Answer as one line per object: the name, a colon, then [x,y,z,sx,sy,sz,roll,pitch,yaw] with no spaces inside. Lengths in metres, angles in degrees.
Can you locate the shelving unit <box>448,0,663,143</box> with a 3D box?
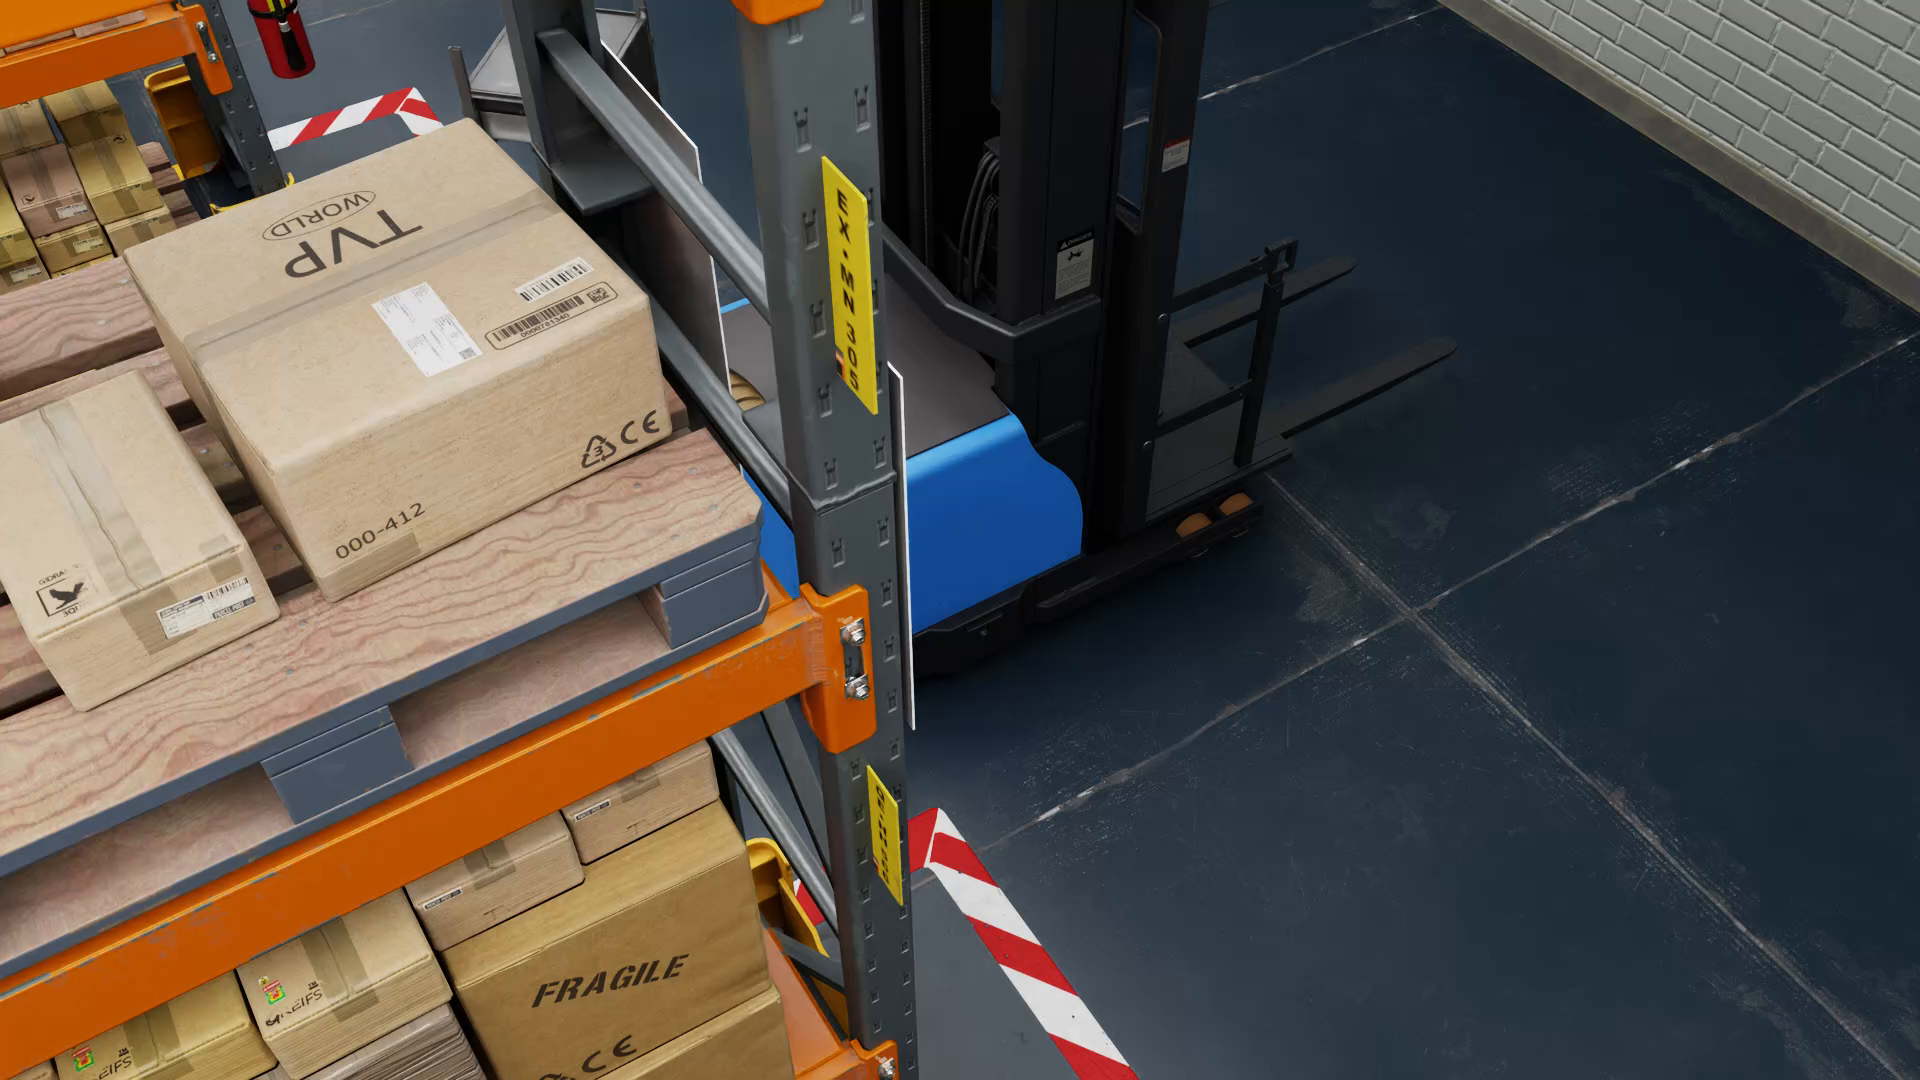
shelving unit: [-1.193,-0.835,5.588,0.431,2.100,0.503,8,49,7]

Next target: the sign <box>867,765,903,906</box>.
sign: [-0.130,0.509,2.854,0.005,0.325,0.100,-25,53,-21]

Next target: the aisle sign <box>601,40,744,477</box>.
aisle sign: [-0.501,-0.452,2.903,0.004,0.787,0.394,-25,53,-21]

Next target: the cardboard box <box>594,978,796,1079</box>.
cardboard box: [-0.674,0.951,3.328,0.500,0.500,0.500,-25,53,-21]

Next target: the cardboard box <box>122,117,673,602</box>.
cardboard box: [-0.740,-0.260,2.216,0.500,0.250,0.500,-30,55,-24]

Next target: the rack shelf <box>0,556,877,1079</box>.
rack shelf: [-2.099,0.663,2.124,4.000,0.370,1.077,-25,53,-21]

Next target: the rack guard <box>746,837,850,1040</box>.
rack guard: [-0.387,1.446,4.627,0.348,0.500,1.175,-25,53,-21]

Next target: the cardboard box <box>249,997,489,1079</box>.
cardboard box: [-1.115,0.828,2.767,0.500,0.500,0.500,-25,53,-21]

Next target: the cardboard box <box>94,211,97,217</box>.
cardboard box: [-3.926,-1.490,7.196,0.250,0.149,0.380,-25,53,-21]

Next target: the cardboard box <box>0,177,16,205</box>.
cardboard box: [-4.136,-1.478,6.987,0.250,0.149,0.380,-25,53,-20]

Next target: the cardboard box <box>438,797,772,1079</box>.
cardboard box: [-0.688,0.601,2.969,0.500,0.500,0.500,-24,52,-20]

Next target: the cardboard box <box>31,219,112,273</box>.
cardboard box: [-3.678,-1.291,6.820,0.250,0.149,0.380,-26,53,-22]

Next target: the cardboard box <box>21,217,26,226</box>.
cardboard box: [-4.132,-1.387,7.104,0.250,0.149,0.380,-25,53,-20]

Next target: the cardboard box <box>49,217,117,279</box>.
cardboard box: [-3.632,-1.145,6.889,0.250,0.149,0.380,-24,52,-20]

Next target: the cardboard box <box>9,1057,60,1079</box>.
cardboard box: [-1.473,0.719,2.430,0.250,0.149,0.380,-26,53,-21]

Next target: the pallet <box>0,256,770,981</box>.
pallet: [-1.029,-0.041,2.329,1.213,0.211,1.003,-25,53,-21]

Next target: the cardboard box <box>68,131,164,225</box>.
cardboard box: [-3.447,-1.480,6.789,0.250,0.149,0.380,-25,53,-20]

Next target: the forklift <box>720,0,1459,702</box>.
forklift: [0.535,-1.223,5.376,3.031,2.935,1.130,-25,53,-21]

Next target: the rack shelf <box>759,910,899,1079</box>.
rack shelf: [-2.099,1.661,3.244,4.000,0.370,1.077,-25,53,-21]

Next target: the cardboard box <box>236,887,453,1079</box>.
cardboard box: [-0.979,0.585,2.550,0.250,0.149,0.380,-26,53,-21]

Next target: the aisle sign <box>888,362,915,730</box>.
aisle sign: [-0.181,-0.073,2.565,0.004,0.787,0.394,-25,53,-21]

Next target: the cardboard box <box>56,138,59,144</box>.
cardboard box: [-3.976,-1.632,7.123,0.250,0.149,0.380,-25,53,-21]

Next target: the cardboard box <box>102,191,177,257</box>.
cardboard box: [-3.428,-1.361,6.882,0.250,0.149,0.380,-27,53,-22]

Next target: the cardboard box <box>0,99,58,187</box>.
cardboard box: [-3.928,-1.671,6.959,0.250,0.149,0.380,-24,53,-20]

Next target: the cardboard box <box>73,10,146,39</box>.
cardboard box: [-3.259,-2.069,6.253,0.250,0.149,0.380,-25,53,-21]

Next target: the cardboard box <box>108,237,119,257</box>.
cardboard box: [-3.468,-1.312,7.037,0.250,0.149,0.380,-24,53,-20]

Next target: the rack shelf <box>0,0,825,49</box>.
rack shelf: [-2.099,-0.201,1.153,4.000,0.370,1.077,-25,53,-21]

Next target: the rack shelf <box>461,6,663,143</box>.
rack shelf: [-1.193,-1.291,5.075,0.431,0.518,0.480,8,49,7]

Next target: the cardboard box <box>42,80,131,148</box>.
cardboard box: [-3.759,-1.857,7.124,0.250,0.149,0.380,-27,54,-22]

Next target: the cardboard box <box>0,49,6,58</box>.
cardboard box: [-3.694,-1.885,6.088,0.250,0.149,0.380,-26,53,-21]

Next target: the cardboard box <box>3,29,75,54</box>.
cardboard box: [-3.490,-1.994,6.185,0.250,0.149,0.380,-25,53,-21]

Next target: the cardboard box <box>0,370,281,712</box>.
cardboard box: [-1.052,-0.008,2.060,0.250,0.149,0.380,-29,54,-23]

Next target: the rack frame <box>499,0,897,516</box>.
rack frame: [-0.407,-1.370,1.445,0.127,3.000,1.000,-25,53,-21]

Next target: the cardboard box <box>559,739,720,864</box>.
cardboard box: [-0.604,0.313,2.792,0.250,0.149,0.380,-25,53,-20]

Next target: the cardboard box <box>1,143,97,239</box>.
cardboard box: [-3.690,-1.416,6.732,0.250,0.149,0.380,-24,53,-20]

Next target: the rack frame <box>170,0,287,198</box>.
rack frame: [-3.134,-2.461,6.433,0.127,3.000,1.000,-25,53,-21]

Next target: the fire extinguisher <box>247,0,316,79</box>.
fire extinguisher: [-2.675,-2.121,6.431,0.183,0.674,0.296,-25,53,-21]

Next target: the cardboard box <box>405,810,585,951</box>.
cardboard box: [-0.806,0.429,2.688,0.250,0.149,0.380,-24,53,-20]

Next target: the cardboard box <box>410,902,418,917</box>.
cardboard box: [-1.380,0.821,3.444,0.500,0.500,0.500,-26,53,-21]

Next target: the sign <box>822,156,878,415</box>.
sign: [-0.130,-0.293,1.954,0.005,0.325,0.100,-25,53,-21]

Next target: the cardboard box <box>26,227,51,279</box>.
cardboard box: [-3.901,-1.094,6.844,0.250,0.149,0.380,-25,53,-21]

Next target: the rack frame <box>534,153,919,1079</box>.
rack frame: [-0.407,0.625,3.685,0.127,3.000,1.000,-25,53,-21]

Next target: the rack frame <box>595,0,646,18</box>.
rack frame: [-1.146,-1.014,5.747,0.400,2.100,0.015,8,49,7]

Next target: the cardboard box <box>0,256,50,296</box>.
cardboard box: [-3.867,-1.153,6.697,0.250,0.149,0.380,-27,54,-22]

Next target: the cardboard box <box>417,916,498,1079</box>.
cardboard box: [-1.107,1.141,3.158,0.500,0.500,0.500,-26,53,-22]

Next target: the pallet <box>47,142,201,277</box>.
pallet: [-3.904,-1.202,7.179,1.213,0.211,1.003,-25,53,-21]

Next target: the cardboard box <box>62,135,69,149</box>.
cardboard box: [-3.714,-1.705,7.189,0.250,0.149,0.380,-23,52,-19]

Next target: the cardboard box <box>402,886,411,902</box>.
cardboard box: [-1.399,0.481,3.077,0.500,0.500,0.500,-27,54,-22]

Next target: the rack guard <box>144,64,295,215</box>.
rack guard: [-3.198,-1.600,7.340,0.348,0.500,1.175,-25,53,-21]

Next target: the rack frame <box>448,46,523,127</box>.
rack frame: [-1.241,-0.656,5.428,0.400,2.100,0.015,8,49,7]

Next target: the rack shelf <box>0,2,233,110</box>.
rack shelf: [-4.826,-1.425,5.992,4.000,0.370,1.077,-25,53,-21]

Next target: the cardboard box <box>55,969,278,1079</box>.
cardboard box: [-1.214,0.659,2.483,0.250,0.149,0.380,-24,53,-20]

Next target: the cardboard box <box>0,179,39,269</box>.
cardboard box: [-3.841,-1.233,6.568,0.250,0.149,0.380,-26,53,-22]
